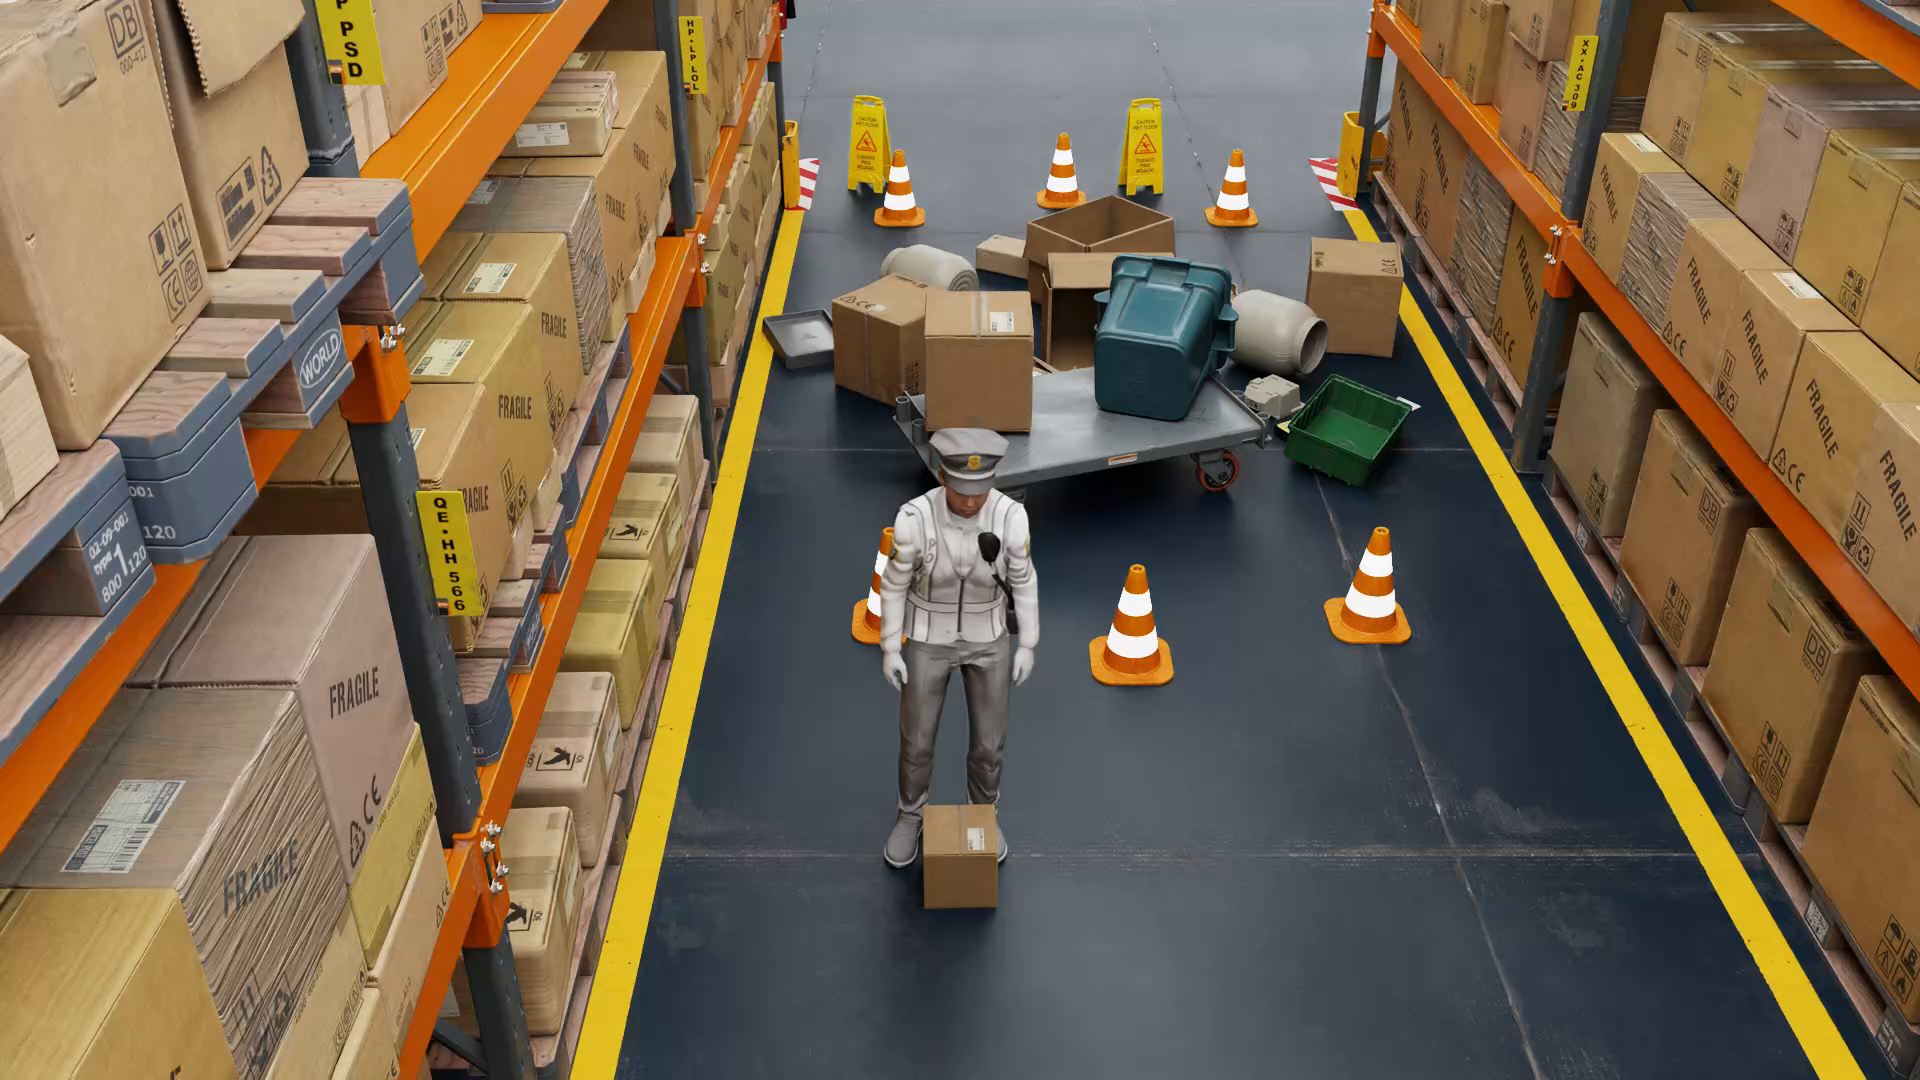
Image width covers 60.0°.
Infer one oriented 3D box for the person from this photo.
[{"bbox_3d":[-0.005,0.359,5.552,0.541,1.662,0.375,-2,32,-3],"label":"person"}]
